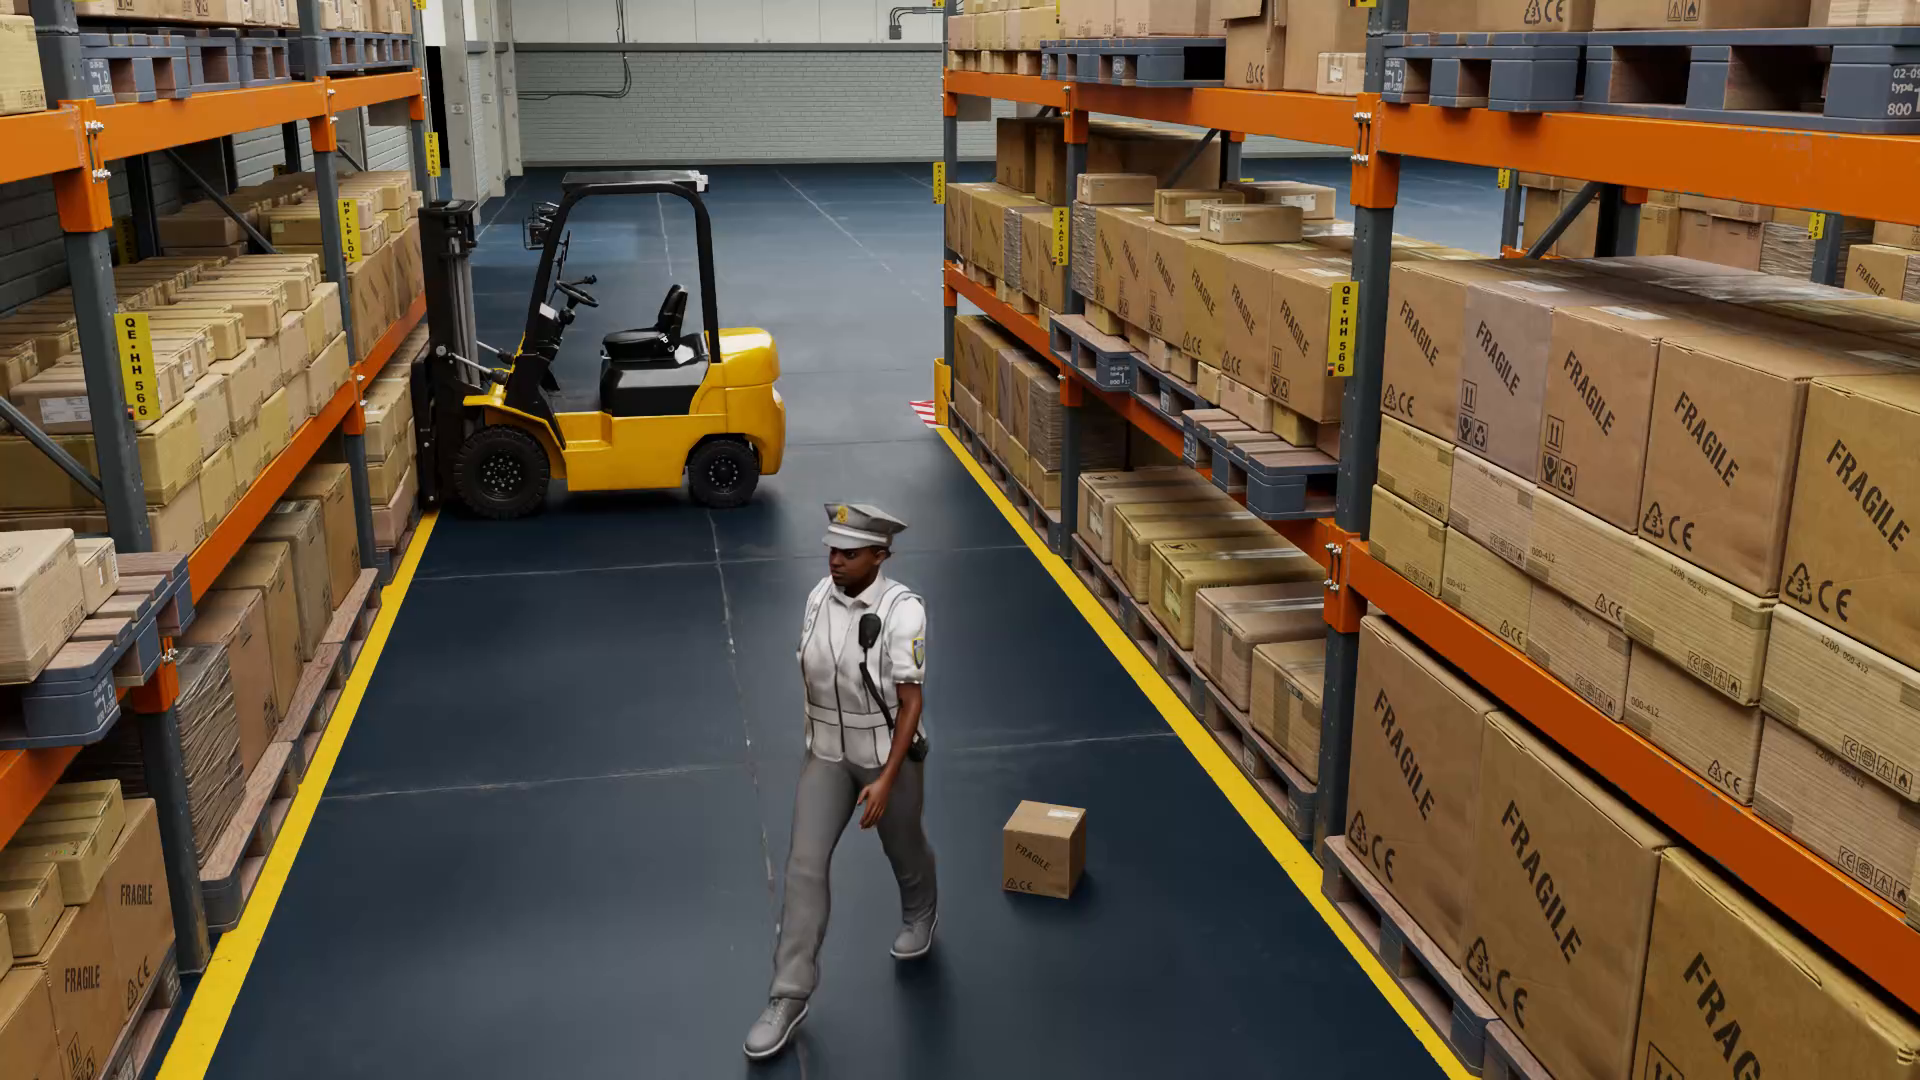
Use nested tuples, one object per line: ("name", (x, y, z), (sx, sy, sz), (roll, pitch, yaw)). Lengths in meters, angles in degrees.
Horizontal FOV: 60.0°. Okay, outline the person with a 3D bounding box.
("person", (-0.335, 0.676, 5.149), (0.456, 1.636, 0.962), (7, 18, 23))
